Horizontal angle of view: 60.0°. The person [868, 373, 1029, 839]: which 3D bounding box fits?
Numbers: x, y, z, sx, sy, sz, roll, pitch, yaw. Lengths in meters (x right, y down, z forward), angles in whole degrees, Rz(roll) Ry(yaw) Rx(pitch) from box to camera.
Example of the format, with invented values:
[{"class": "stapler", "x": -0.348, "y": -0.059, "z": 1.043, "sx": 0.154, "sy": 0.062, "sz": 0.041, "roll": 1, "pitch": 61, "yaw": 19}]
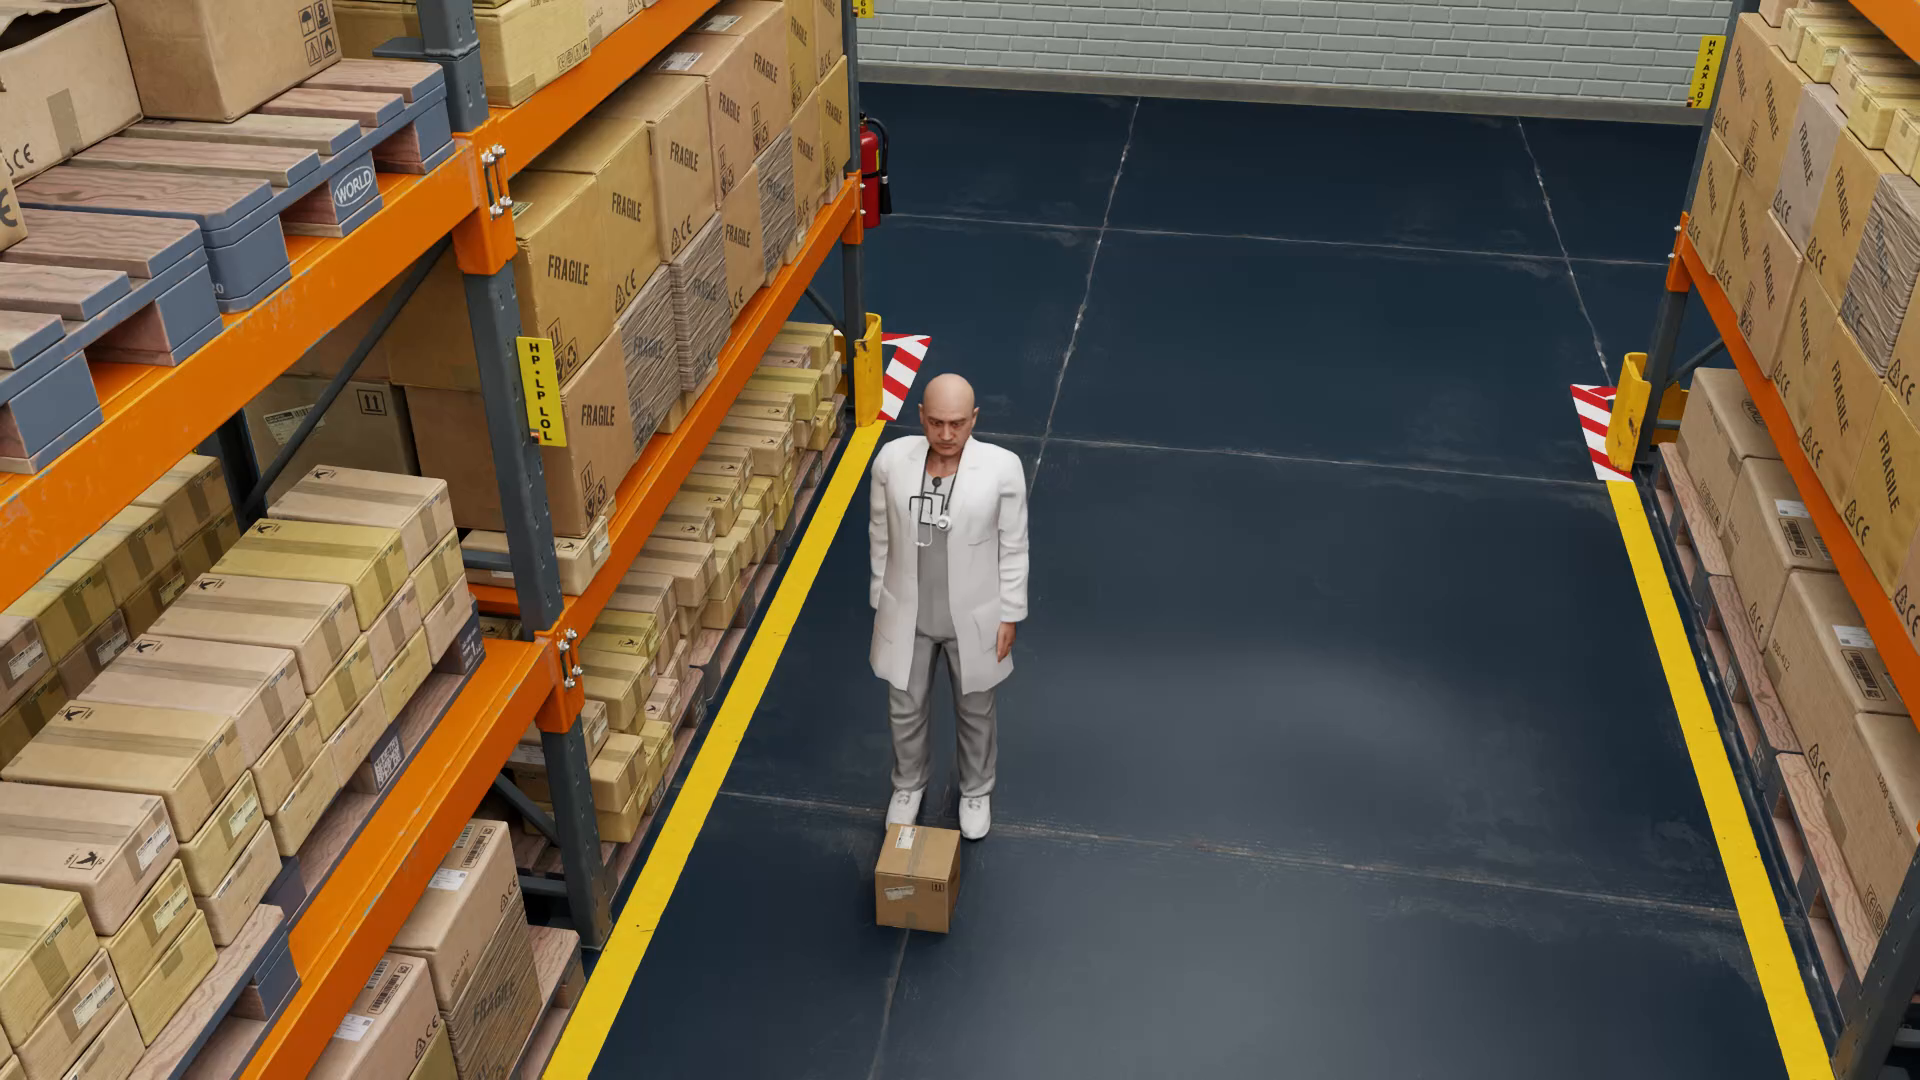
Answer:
[{"class": "person", "x": -0.045, "y": 0.257, "z": 5.746, "sx": 0.560, "sy": 1.781, "sz": 0.418, "roll": 6, "pitch": 32, "yaw": 9}]
